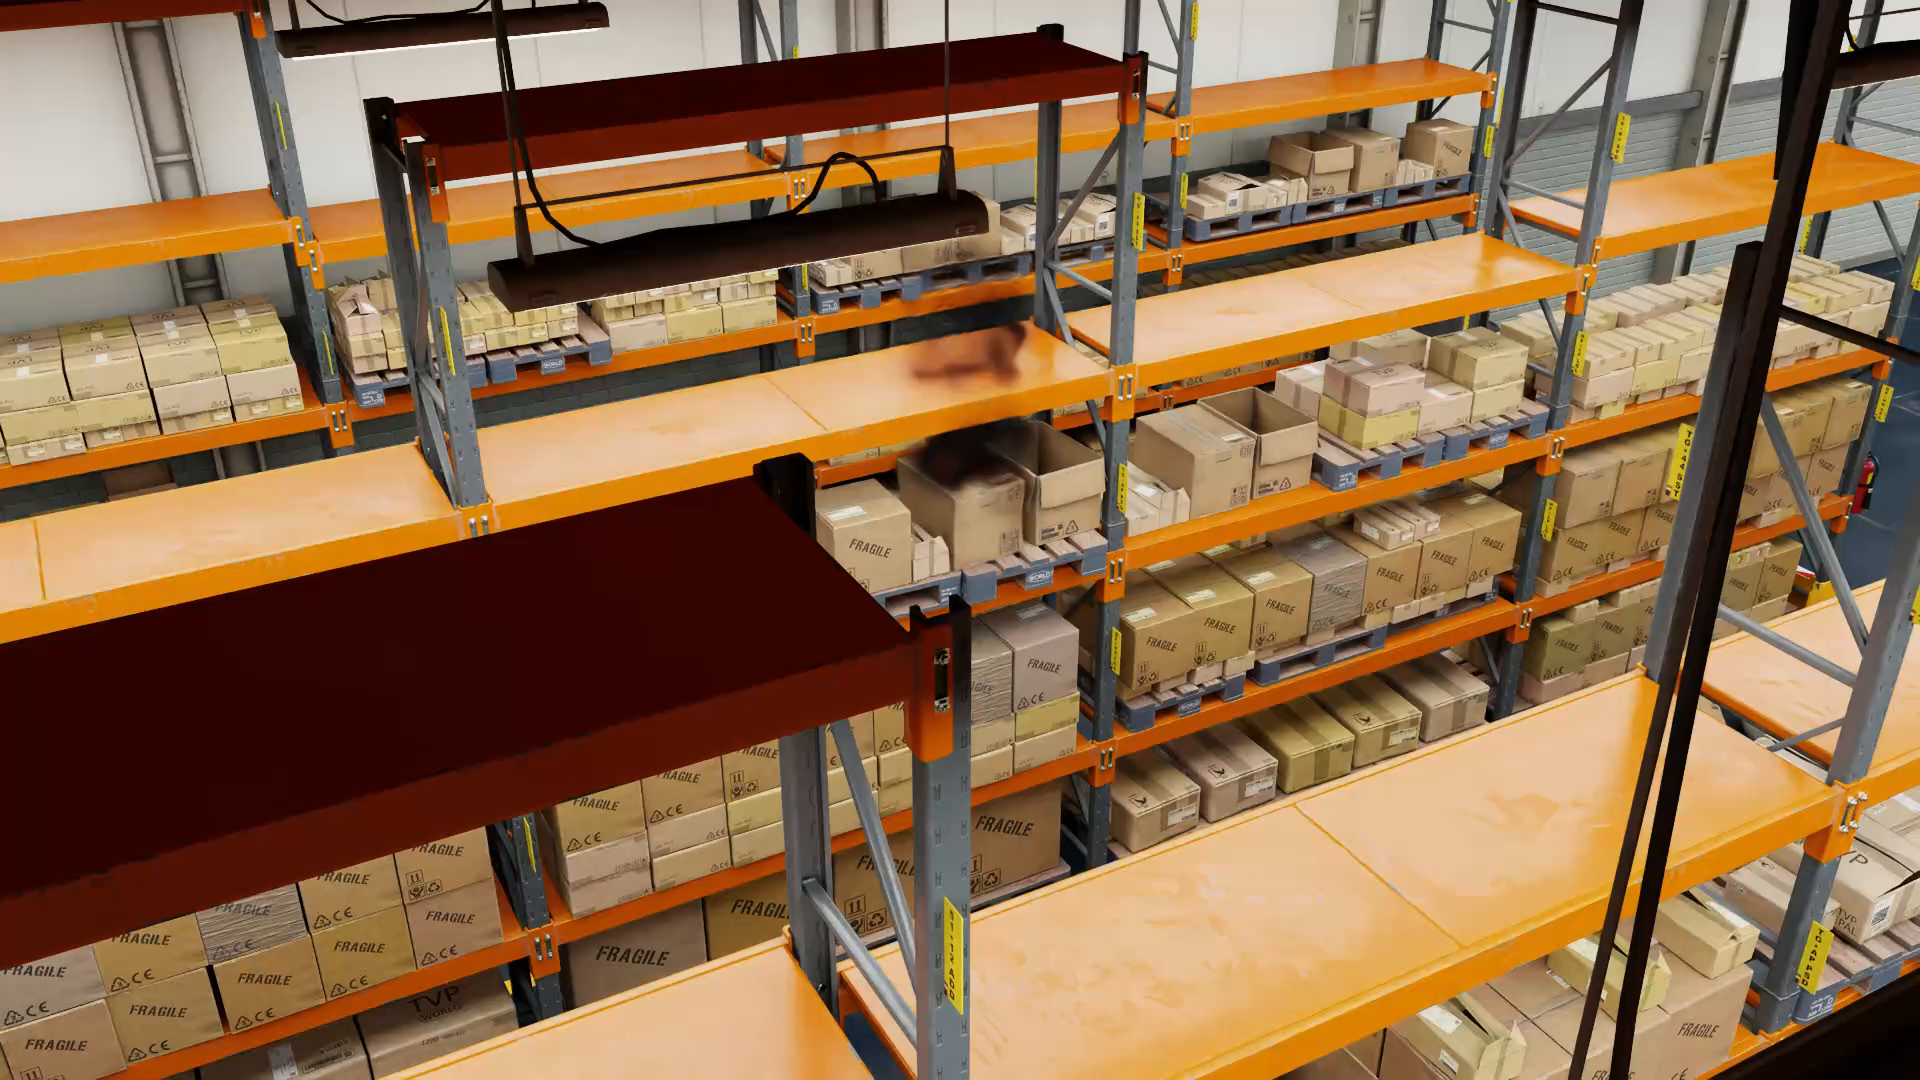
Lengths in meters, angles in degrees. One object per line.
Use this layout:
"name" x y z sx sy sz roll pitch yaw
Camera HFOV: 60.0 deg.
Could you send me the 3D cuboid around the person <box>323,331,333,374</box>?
"person" 6.933 1.828 9.062 23.720 2.620 9.459 0 28 1
